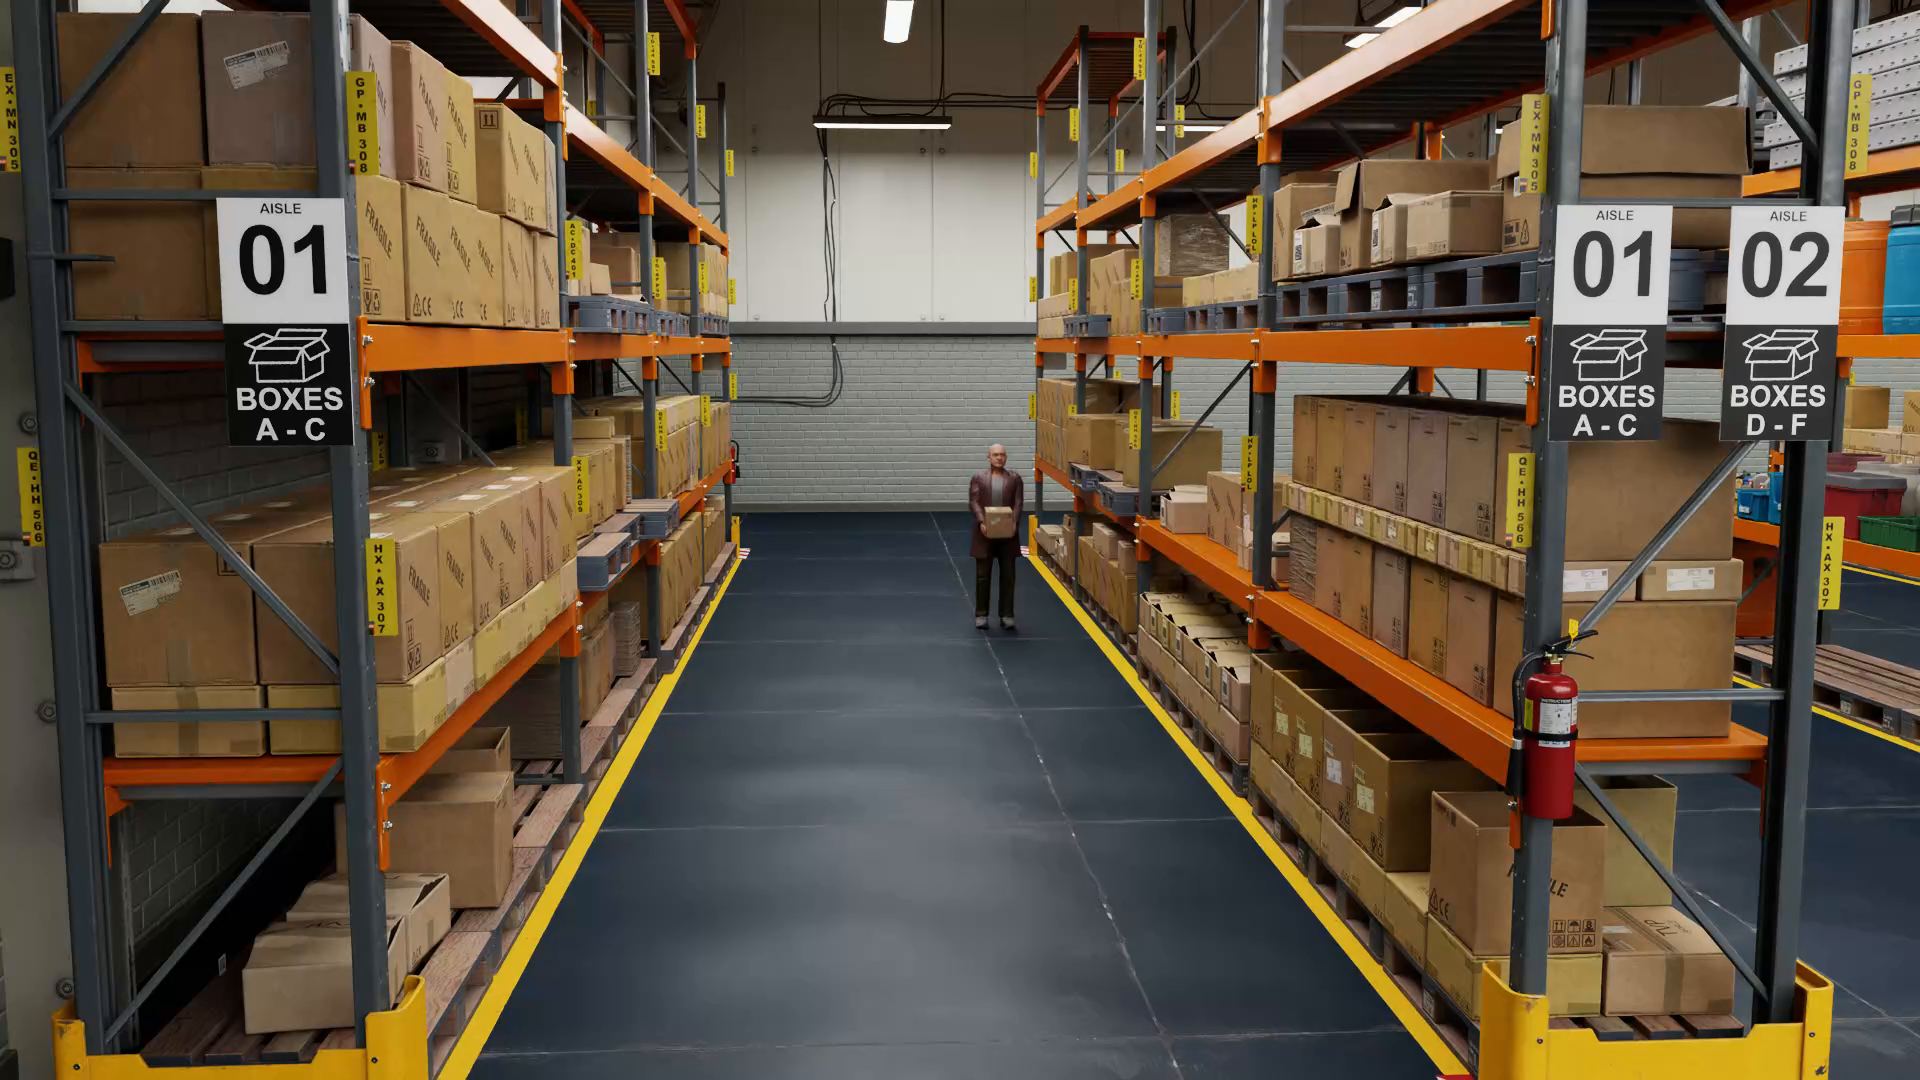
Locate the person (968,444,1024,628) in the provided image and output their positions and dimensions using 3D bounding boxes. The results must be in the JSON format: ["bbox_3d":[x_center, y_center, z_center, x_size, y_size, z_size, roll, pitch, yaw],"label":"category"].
[{"bbox_3d":[0.358,0.063,16.089,0.542,1.581,0.541,0,7,-4],"label":"person"}]
